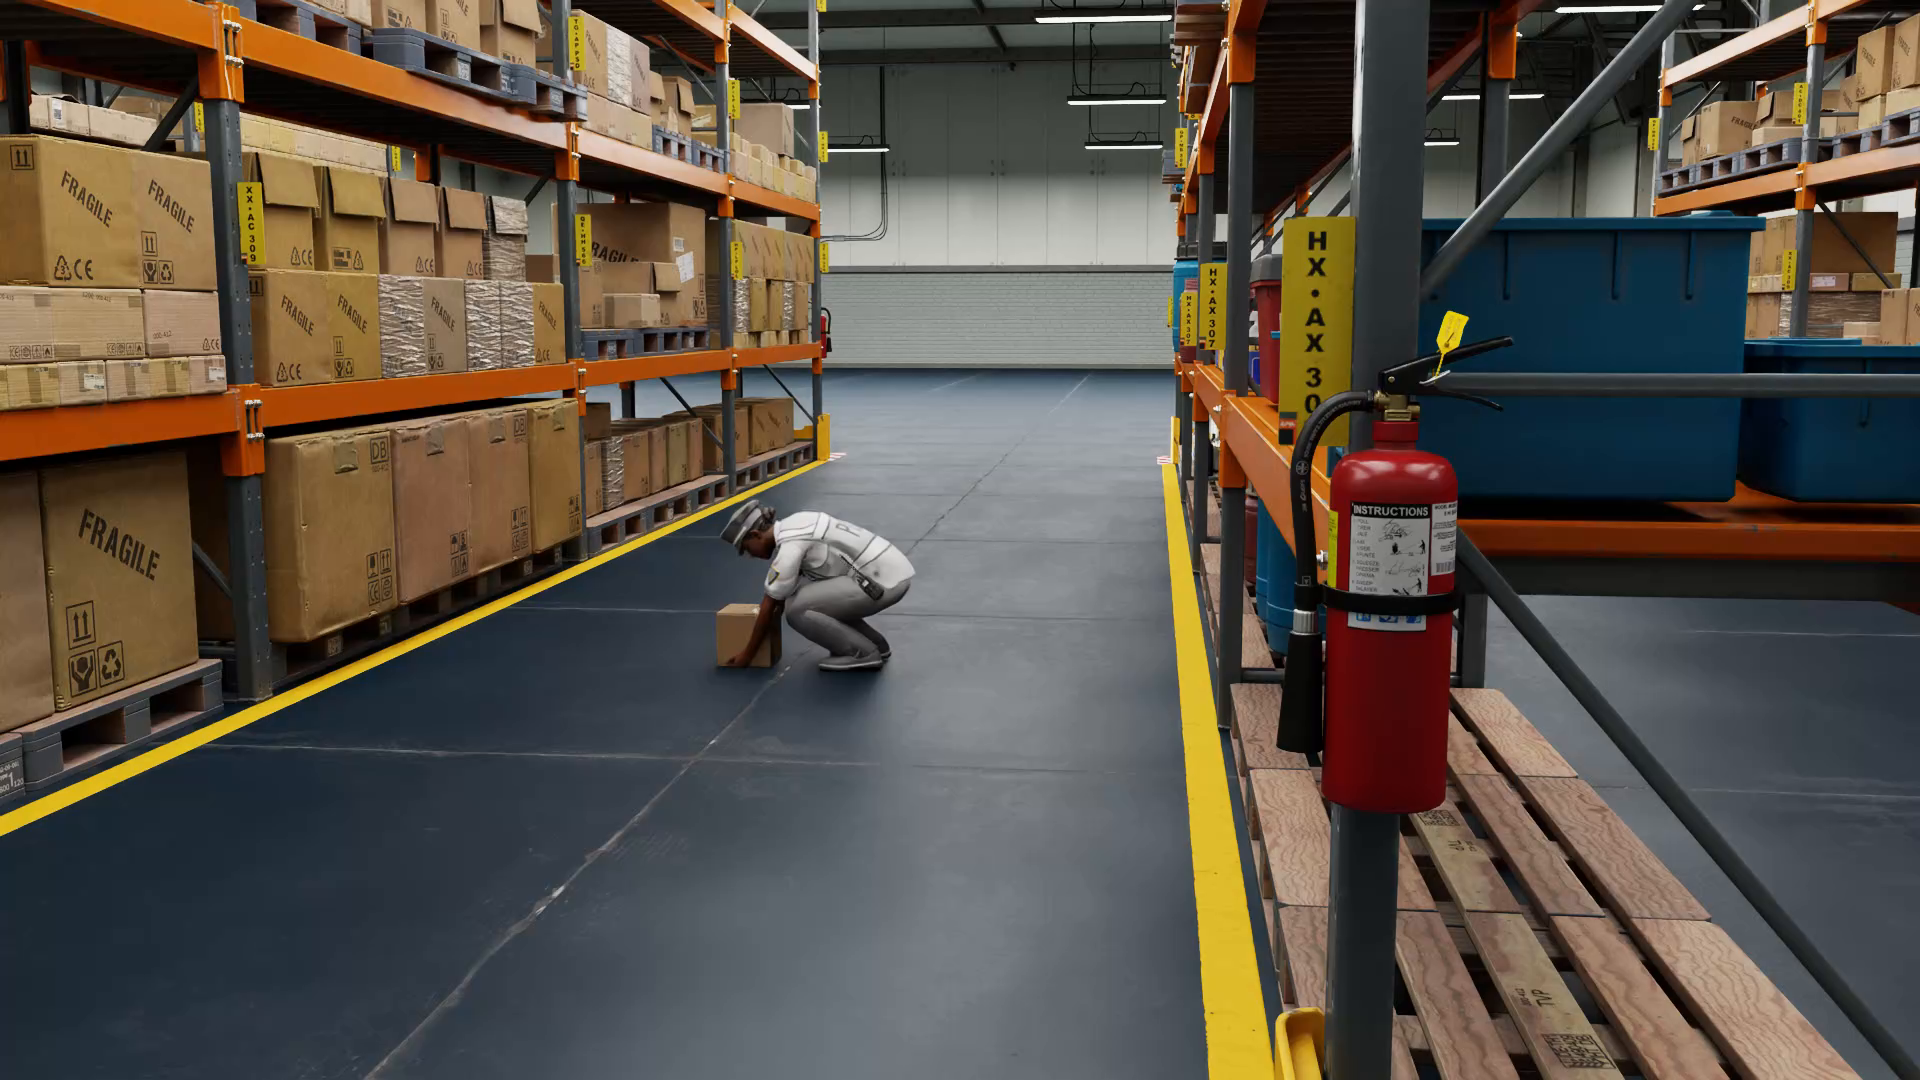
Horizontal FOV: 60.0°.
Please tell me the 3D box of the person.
[{"bbox_3d":[-0.660,0.226,7.698,0.893,0.838,0.478,1,8,6],"label":"person"}]
